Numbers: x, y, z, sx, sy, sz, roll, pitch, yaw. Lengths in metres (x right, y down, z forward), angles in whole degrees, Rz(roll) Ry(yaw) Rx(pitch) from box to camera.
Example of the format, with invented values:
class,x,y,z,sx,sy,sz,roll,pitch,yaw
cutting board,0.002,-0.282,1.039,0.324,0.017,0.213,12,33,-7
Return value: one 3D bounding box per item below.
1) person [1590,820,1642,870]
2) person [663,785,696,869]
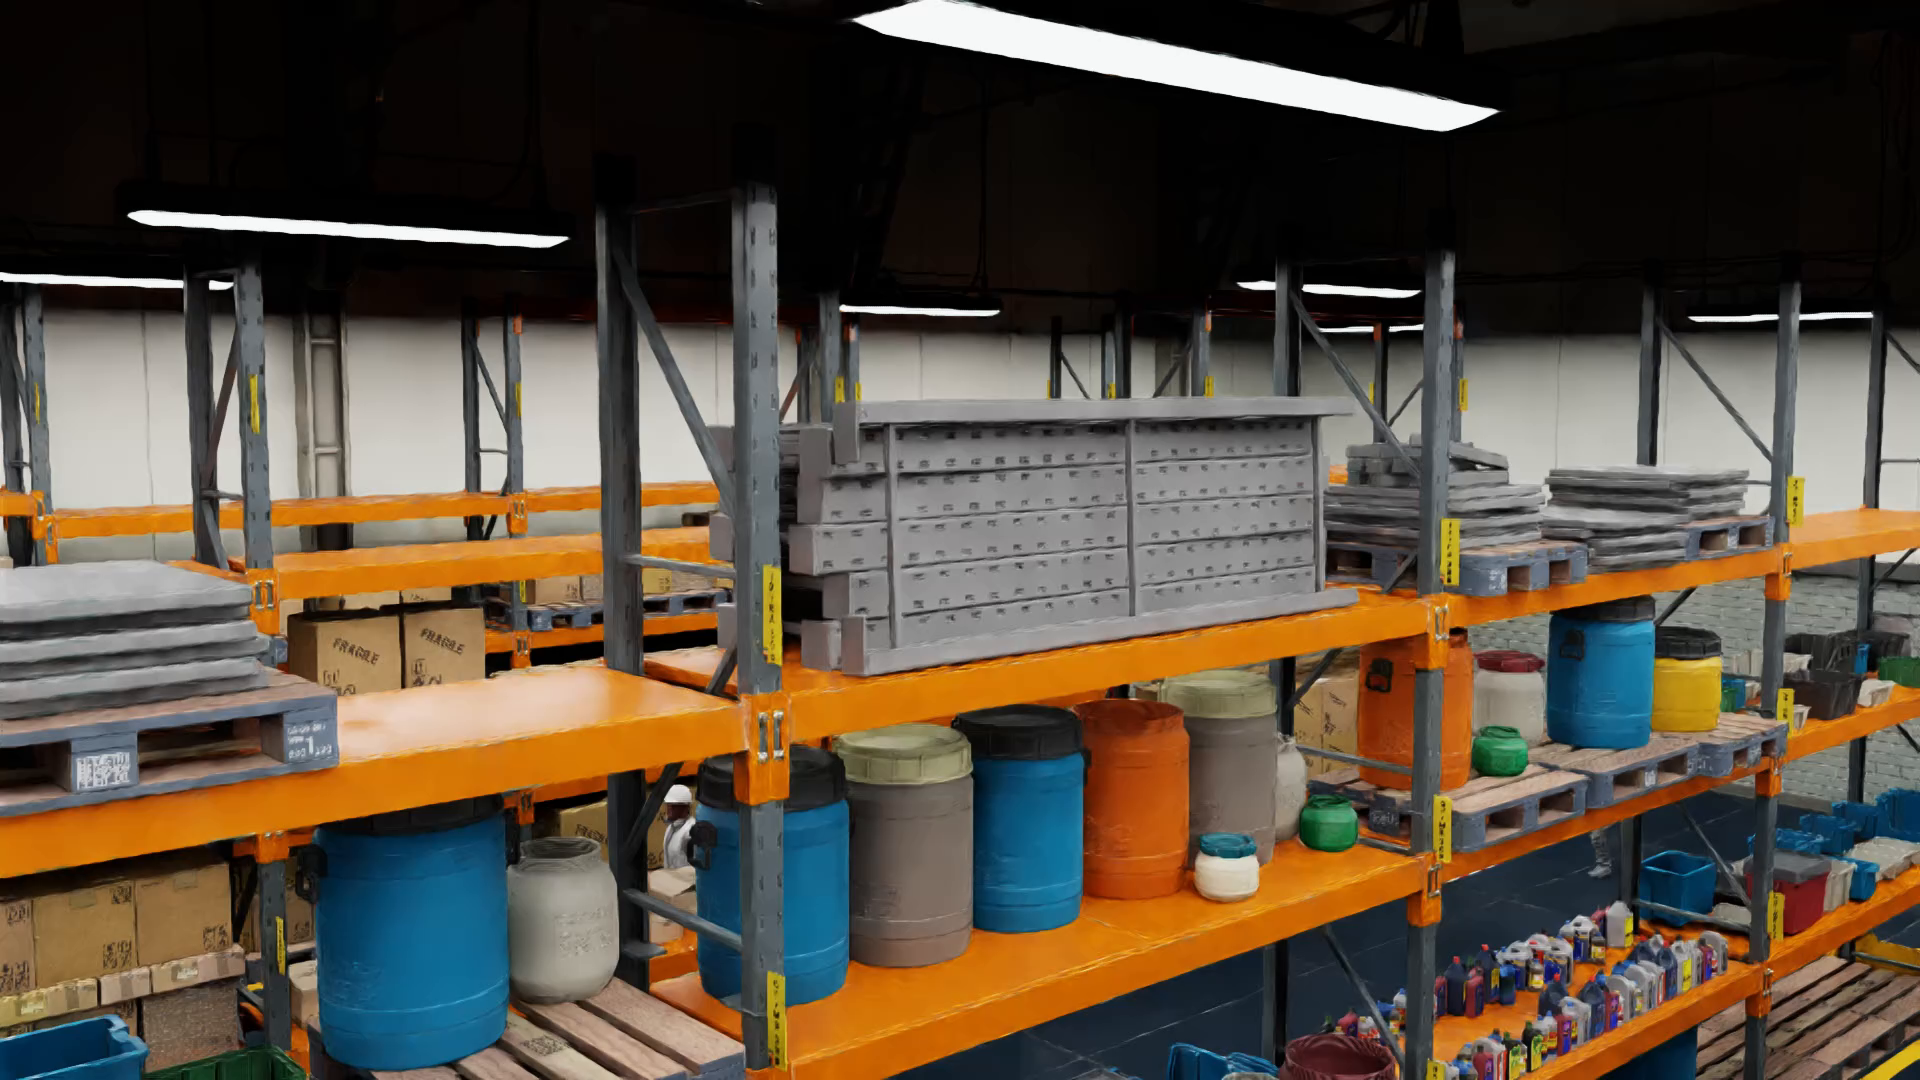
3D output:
class,x,y,z,sx,sy,sz,roll,pitch,yaw
person,6.752,2.662,17.088,0.548,1.671,0.702,-5,7,-42
person,-2.290,2.924,14.368,0.862,1.672,0.553,-5,7,-42
